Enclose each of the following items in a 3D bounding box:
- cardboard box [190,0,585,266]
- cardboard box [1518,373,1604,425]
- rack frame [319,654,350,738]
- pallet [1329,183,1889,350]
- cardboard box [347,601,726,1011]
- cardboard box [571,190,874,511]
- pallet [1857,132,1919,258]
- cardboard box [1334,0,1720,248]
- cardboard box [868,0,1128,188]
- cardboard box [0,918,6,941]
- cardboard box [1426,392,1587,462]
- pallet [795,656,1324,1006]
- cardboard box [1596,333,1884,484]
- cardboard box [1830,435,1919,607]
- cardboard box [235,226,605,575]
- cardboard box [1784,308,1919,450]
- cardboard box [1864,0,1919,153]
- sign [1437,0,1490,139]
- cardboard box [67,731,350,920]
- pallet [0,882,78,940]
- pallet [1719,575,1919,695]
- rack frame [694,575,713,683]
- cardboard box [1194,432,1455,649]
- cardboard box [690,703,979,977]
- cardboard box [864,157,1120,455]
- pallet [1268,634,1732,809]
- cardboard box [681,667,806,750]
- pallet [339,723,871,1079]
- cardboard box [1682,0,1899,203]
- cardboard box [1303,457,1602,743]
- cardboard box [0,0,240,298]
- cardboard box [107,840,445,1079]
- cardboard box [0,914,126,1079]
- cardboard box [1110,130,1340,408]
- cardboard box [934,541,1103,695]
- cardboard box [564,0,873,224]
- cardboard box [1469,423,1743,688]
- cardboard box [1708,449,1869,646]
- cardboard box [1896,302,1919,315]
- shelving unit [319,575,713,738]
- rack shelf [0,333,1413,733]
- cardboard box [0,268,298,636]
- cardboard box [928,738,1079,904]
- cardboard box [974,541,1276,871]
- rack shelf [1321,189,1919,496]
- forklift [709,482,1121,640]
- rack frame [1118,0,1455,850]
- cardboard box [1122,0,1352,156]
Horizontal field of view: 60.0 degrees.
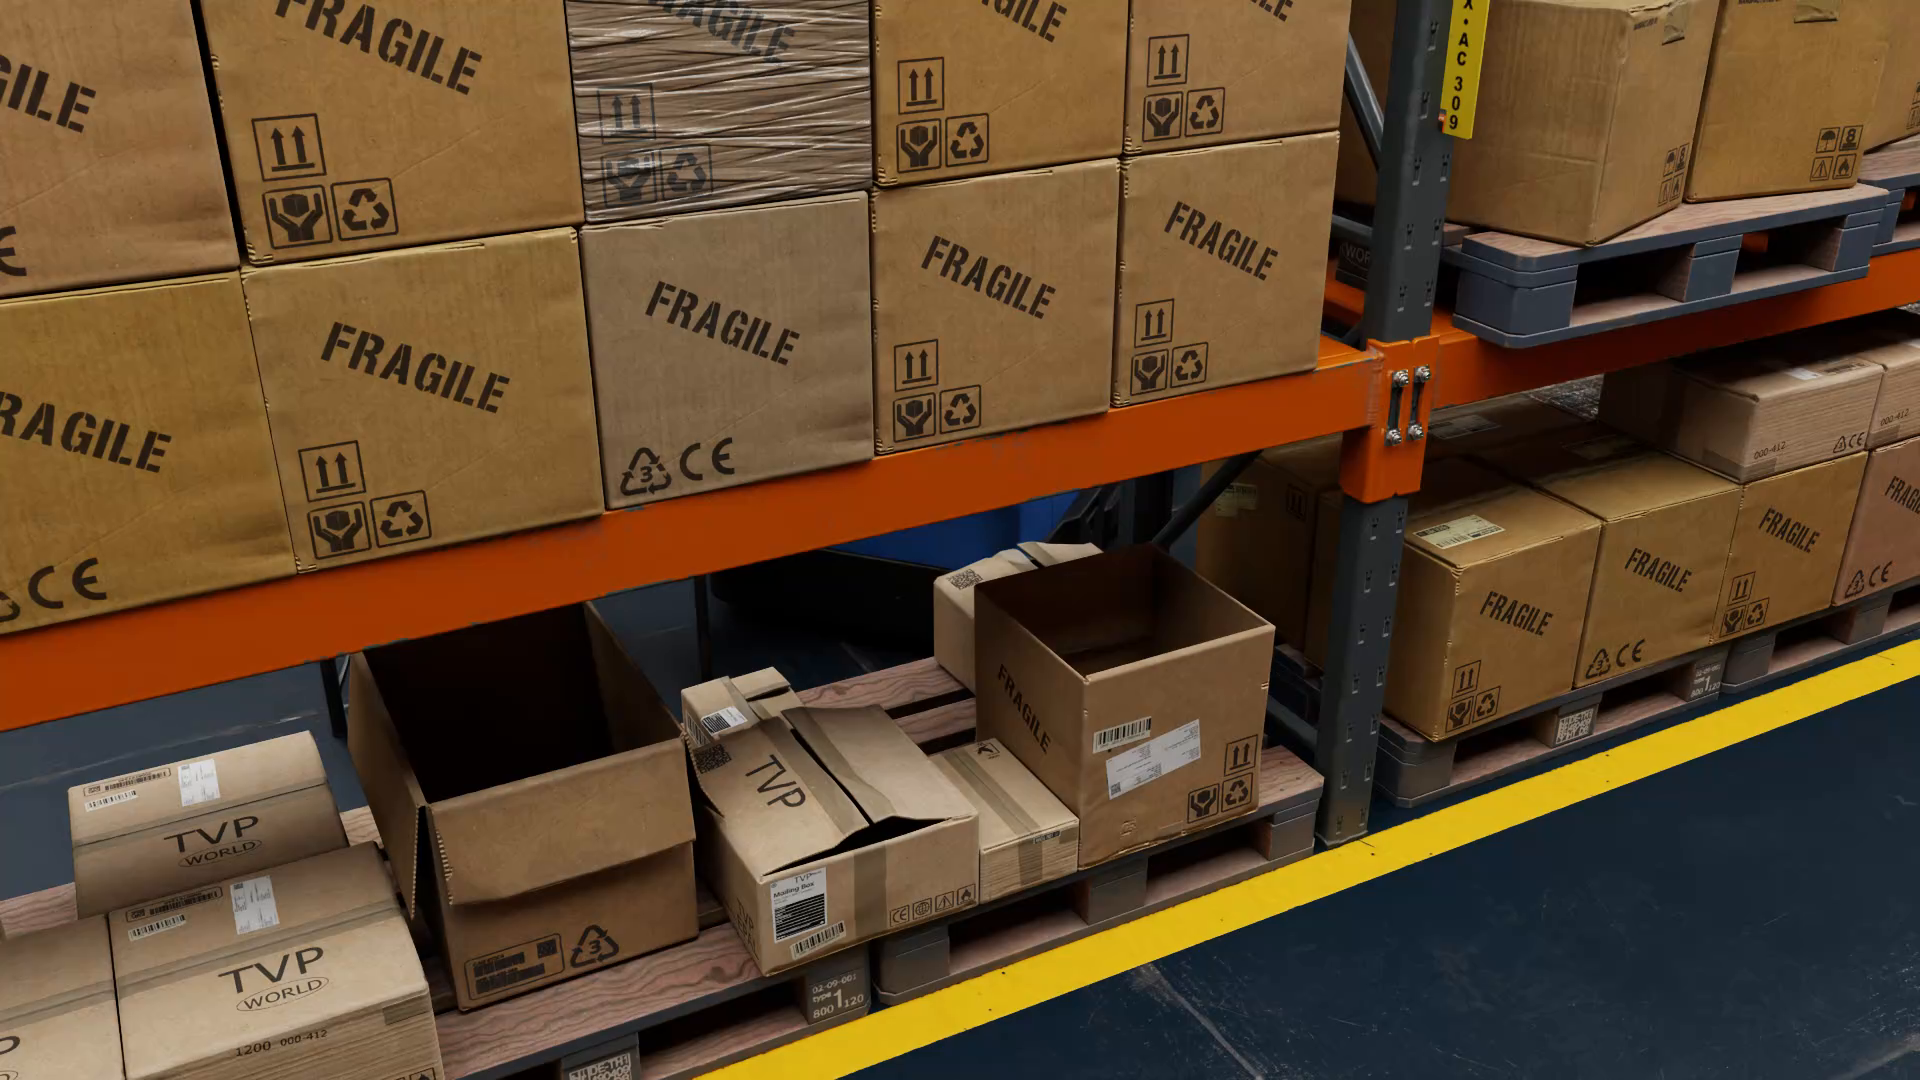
[{"bbox_3d":[-0.928,-0.767,2.611,0.500,0.500,0.500,-13,29,-26],"label":"cardboard box"},{"bbox_3d":[1.920,-0.264,5.213,0.500,0.500,0.500,-13,28,-24],"label":"cardboard box"},{"bbox_3d":[-1.762,-0.235,4.507,0.032,1.500,0.500,-4,26,-8],"label":"rack frame"},{"bbox_3d":[1.493,-0.817,4.208,1.213,0.211,1.003,-13,29,-25],"label":"pallet"},{"bbox_3d":[-0.919,0.529,3.559,0.637,0.503,0.797,-13,29,-25],"label":"cardboard box"},{"bbox_3d":[-0.490,-0.417,3.037,0.500,0.500,0.500,-12,28,-24],"label":"cardboard box"},{"bbox_3d":[2.552,-1.113,4.824,1.213,0.211,1.003,-13,29,-25],"label":"pallet"},{"bbox_3d":[1.260,-1.028,3.825,0.700,0.500,0.500,22,33,37],"label":"cardboard box"},{"bbox_3d":[-0.038,-0.971,3.037,0.500,0.500,0.500,-14,29,-26],"label":"cardboard box"},{"bbox_3d":[-2.029,0.858,3.263,0.250,0.166,0.380,-13,29,-25],"label":"cardboard box"},{"bbox_3d":[1.477,-0.162,5.001,0.500,0.500,0.500,-13,29,-25],"label":"cardboard box"},{"bbox_3d":[0.130,0.614,4.228,1.213,0.211,1.003,-13,29,-25],"label":"pallet"},{"bbox_3d":[2.161,-0.401,4.634,0.500,0.250,0.500,-13,29,-25],"label":"cardboard box"},{"bbox_3d":[2.634,-0.174,5.027,0.500,0.500,0.500,-14,29,-27],"label":"cardboard box"},{"bbox_3d":[-0.938,-0.312,2.819,0.500,0.500,0.500,-13,28,-24],"label":"cardboard box"},{"bbox_3d":[2.603,-0.504,4.847,0.500,0.250,0.500,-14,29,-26],"label":"cardboard box"},{"bbox_3d":[2.267,-1.401,4.601,0.500,0.500,0.700,-22,33,-38],"label":"cardboard box"},{"bbox_3d":[0.999,-0.967,3.299,0.005,0.325,0.100,-13,29,-25],"label":"sign"},{"bbox_3d":[-1.577,0.686,3.524,0.500,0.250,0.500,-13,29,-25],"label":"cardboard box"},{"bbox_3d":[-2.023,1.111,3.193,1.213,0.211,1.003,-13,29,-25],"label":"pallet"},{"bbox_3d":[2.514,0.044,5.415,1.213,0.211,1.003,-13,29,-25],"label":"pallet"},{"bbox_3d":[-0.759,-0.307,4.656,0.032,1.500,0.500,-4,26,-8],"label":"rack frame"},{"bbox_3d":[1.037,-0.064,4.798,0.500,0.500,0.500,-13,29,-25],"label":"cardboard box"},{"bbox_3d":[-0.294,0.608,3.616,0.500,0.311,0.500,-13,29,-25],"label":"cardboard box"},{"bbox_3d":[-0.038,-0.523,3.257,0.500,0.500,0.500,-12,28,-24],"label":"cardboard box"},{"bbox_3d":[1.437,0.294,4.893,1.213,0.211,1.003,-13,29,-25],"label":"pallet"},{"bbox_3d":[-0.494,0.479,4.052,0.250,0.166,0.380,-13,29,-25],"label":"cardboard box"},{"bbox_3d":[-0.948,0.864,3.707,1.213,0.211,1.003,-13,29,-25],"label":"pallet"},{"bbox_3d":[1.837,-1.192,4.167,0.500,0.500,0.700,-8,27,-17],"label":"cardboard box"},{"bbox_3d":[1.278,0.140,4.372,0.500,0.500,0.500,-14,29,-27],"label":"cardboard box"},{"bbox_3d":[-1.376,-0.663,2.394,0.500,0.500,0.500,-13,28,-24],"label":"cardboard box"},{"bbox_3d":[-1.297,0.867,3.147,0.500,0.250,0.500,-13,29,-25],"label":"cardboard box"},{"bbox_3d":[-1.738,0.969,2.935,0.500,0.250,0.500,-13,29,-25],"label":"cardboard box"},{"bbox_3d":[0.416,-0.628,3.477,0.500,0.500,0.500,-12,28,-24],"label":"cardboard box"},{"bbox_3d":[0.264,0.234,4.395,0.500,0.311,0.500,-13,29,-25],"label":"cardboard box"},{"bbox_3d":[-0.483,-0.869,2.823,0.500,0.500,0.500,-13,28,-25],"label":"cardboard box"},{"bbox_3d":[1.744,0.027,4.607,0.500,0.500,0.500,-13,28,-24],"label":"cardboard box"},{"bbox_3d":[2.188,-0.072,4.813,0.500,0.500,0.500,-13,28,-24],"label":"cardboard box"},{"bbox_3d":[3.271,-0.577,5.865,0.500,0.500,0.500,-14,29,-27],"label":"cardboard box"},{"bbox_3d":[-1.260,-0.271,4.582,1.048,1.500,0.538,-4,26,-8],"label":"shelving unit"},{"bbox_3d":[-1.028,-0.051,3.222,4.000,0.370,1.077,-13,29,-25],"label":"rack shelf"},{"bbox_3d":[-1.380,-0.211,2.608,0.500,0.500,0.500,-13,29,-25],"label":"cardboard box"},{"bbox_3d":[0.065,0.628,3.762,0.250,0.149,0.380,-13,29,-25],"label":"cardboard box"},{"bbox_3d":[0.367,0.370,3.893,0.500,0.500,0.500,-13,29,-25],"label":"cardboard box"},{"bbox_3d":[2.501,-0.866,4.919,4.000,0.370,1.077,-13,29,-25],"label":"rack shelf"},{"bbox_3d":[0.204,-1.611,5.719,1.130,2.935,3.031,9,27,18],"label":"forklift"},{"bbox_3d":[0.737,-0.783,3.915,0.127,3.000,1.000,-13,29,-25],"label":"rack frame"},{"bbox_3d":[0.412,-1.077,3.256,0.500,0.500,0.500,-13,28,-25],"label":"cardboard box"}]
